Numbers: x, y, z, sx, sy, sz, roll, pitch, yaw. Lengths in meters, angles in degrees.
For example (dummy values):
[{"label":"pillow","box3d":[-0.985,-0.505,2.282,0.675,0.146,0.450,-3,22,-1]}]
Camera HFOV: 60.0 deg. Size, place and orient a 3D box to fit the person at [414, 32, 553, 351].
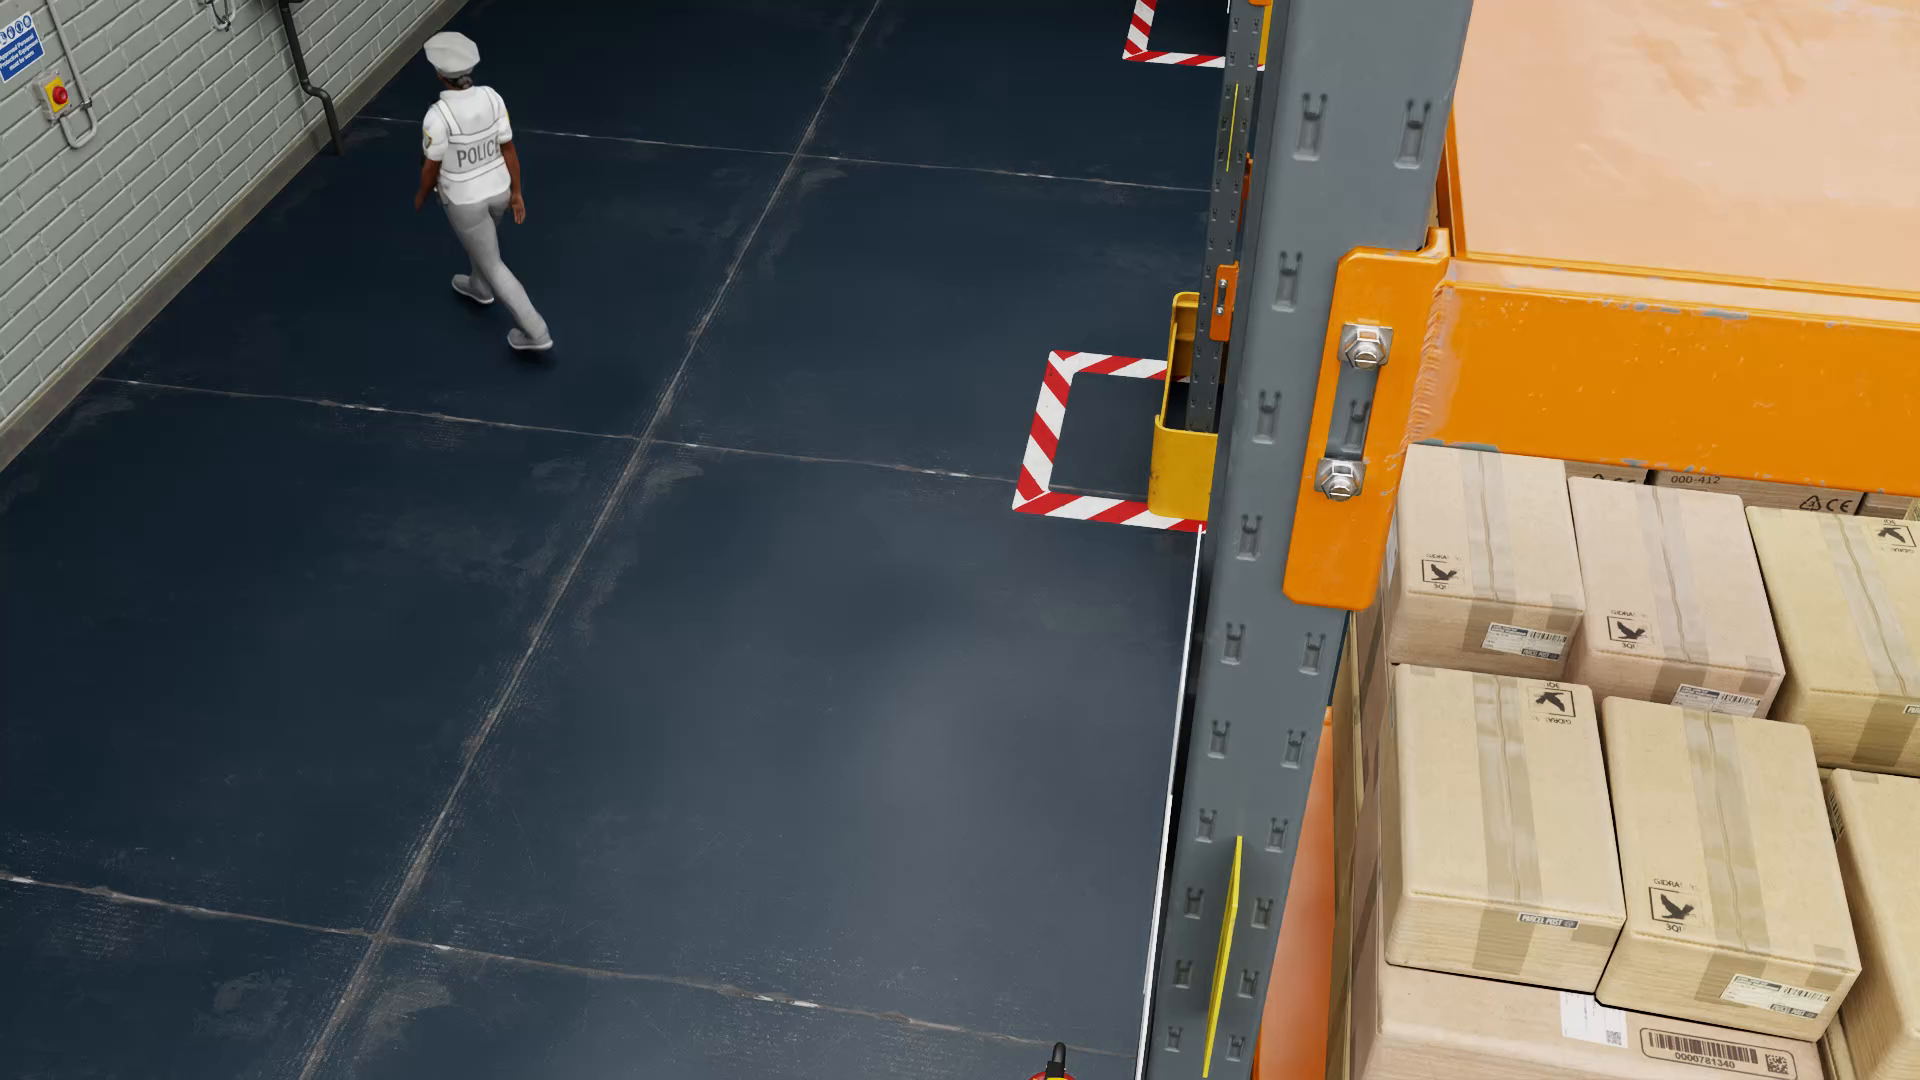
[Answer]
[{"label":"person","box3d":[-2.492,-1.780,8.424,0.962,1.637,0.454,27,48,28]}]
